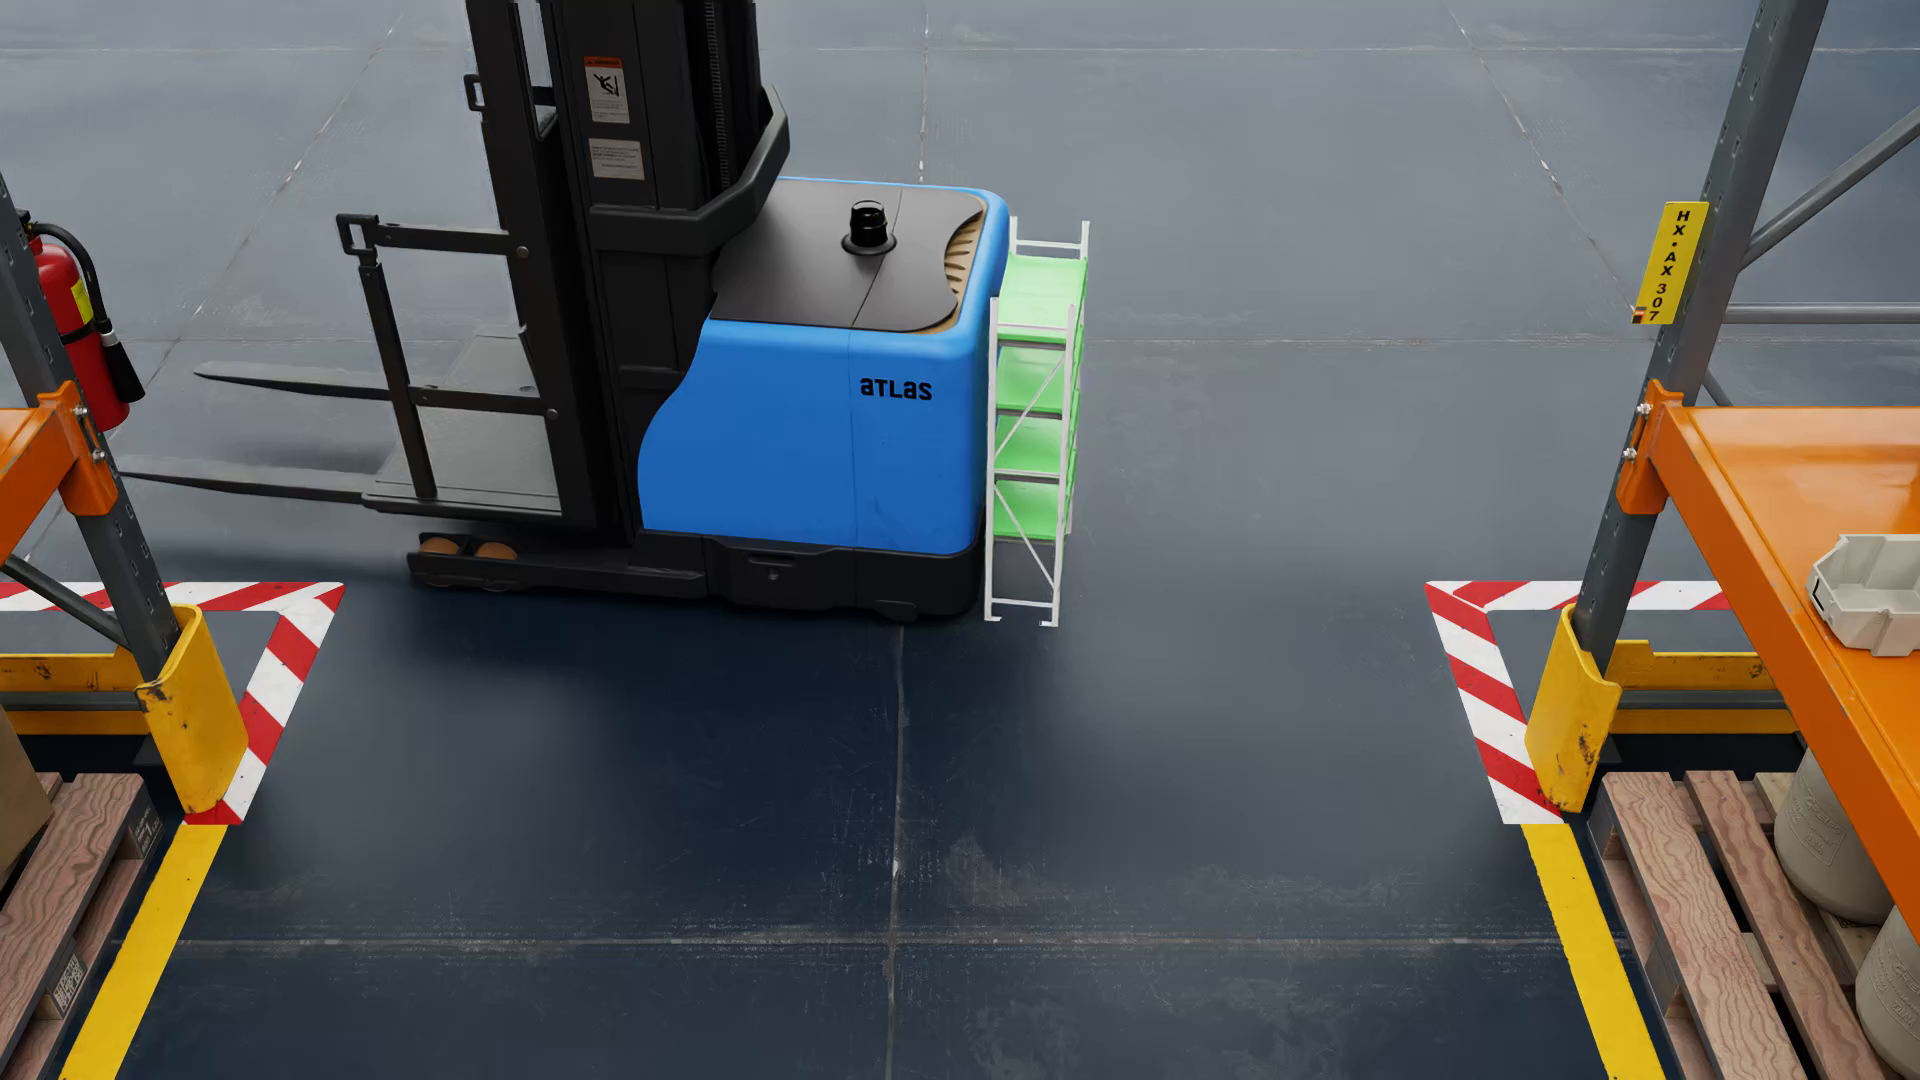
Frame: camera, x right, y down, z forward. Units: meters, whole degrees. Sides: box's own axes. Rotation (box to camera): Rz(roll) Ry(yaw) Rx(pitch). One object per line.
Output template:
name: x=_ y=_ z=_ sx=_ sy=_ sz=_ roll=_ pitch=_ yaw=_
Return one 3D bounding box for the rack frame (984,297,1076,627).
rack frame: x=0.202 y=-0.200 z=5.039 sx=0.240 sy=1.200 sz=0.015 roll=5 pitch=39 yaw=6

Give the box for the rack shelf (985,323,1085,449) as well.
rack shelf: x=0.236 y=-0.488 z=5.118 sx=0.258 sy=0.148 sz=0.480 roll=5 pitch=39 yaw=6

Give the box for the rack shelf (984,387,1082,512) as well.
rack shelf: x=0.235 y=-0.301 z=5.268 sx=0.258 sy=0.148 sz=0.480 roll=5 pitch=39 yaw=6

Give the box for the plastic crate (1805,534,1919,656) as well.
plastic crate: x=1.912 y=0.119 z=3.413 sx=0.298 sy=0.136 sz=0.250 roll=0 pitch=39 yaw=0

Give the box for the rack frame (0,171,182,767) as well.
rack frame: x=-2.720 y=-0.540 z=4.025 sx=1.000 sy=3.000 sz=0.127 roll=0 pitch=39 yaw=0

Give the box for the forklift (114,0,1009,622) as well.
forklift: x=-1.386 y=-1.291 z=5.018 sx=3.031 sy=2.935 sz=1.130 roll=5 pitch=39 yaw=6

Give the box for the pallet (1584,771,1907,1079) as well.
pallet: x=2.276 y=1.100 z=4.208 sx=1.003 sy=0.211 sz=1.213 roll=0 pitch=39 yaw=0

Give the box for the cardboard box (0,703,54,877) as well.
cardboard box: x=-2.736 y=0.662 z=4.188 sx=0.500 sy=0.500 sz=0.500 roll=7 pitch=39 yaw=8

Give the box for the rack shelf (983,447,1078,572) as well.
rack shelf: x=0.234 y=-0.114 z=5.418 sx=0.258 sy=0.148 sz=0.480 roll=5 pitch=39 yaw=6

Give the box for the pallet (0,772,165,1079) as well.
pallet: x=-2.754 y=1.104 z=4.204 sx=1.003 sy=0.211 sz=1.213 roll=0 pitch=39 yaw=0

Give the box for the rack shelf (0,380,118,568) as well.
rack shelf: x=-2.717 y=0.992 z=2.689 sx=1.077 sy=0.370 sz=4.000 roll=0 pitch=39 yaw=0

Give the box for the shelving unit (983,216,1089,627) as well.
shelving unit: x=0.235 y=-0.351 z=5.228 sx=0.258 sy=1.200 sz=0.503 roll=5 pitch=39 yaw=6

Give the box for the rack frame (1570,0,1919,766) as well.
rack frame: x=2.233 y=-0.543 z=4.029 sx=1.000 sy=3.000 sz=0.127 roll=0 pitch=39 yaw=0

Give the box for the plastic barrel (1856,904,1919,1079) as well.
plastic barrel: x=2.311 y=0.989 z=3.771 sx=0.421 sy=0.512 sz=0.421 roll=0 pitch=39 yaw=0

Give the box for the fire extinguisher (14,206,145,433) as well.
fire extinguisher: x=-2.259 y=-0.581 z=4.139 sx=0.296 sy=0.674 sz=0.183 roll=0 pitch=39 yaw=0

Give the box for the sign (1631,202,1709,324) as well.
sign: x=1.683 y=-0.654 z=3.946 sx=0.100 sy=0.325 sz=0.005 roll=0 pitch=39 yaw=0

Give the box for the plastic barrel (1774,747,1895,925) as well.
plastic barrel: x=2.310 y=0.675 z=4.162 sx=0.421 sy=0.512 sz=0.421 roll=0 pitch=39 yaw=0

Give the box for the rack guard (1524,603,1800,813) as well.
rack guard: x=2.280 y=0.480 z=4.752 sx=1.175 sy=0.500 sz=0.348 roll=0 pitch=39 yaw=0

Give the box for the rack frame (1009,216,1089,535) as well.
rack frame: x=0.269 y=-0.502 z=5.416 sx=0.240 sy=1.200 sz=0.015 roll=5 pitch=39 yaw=6

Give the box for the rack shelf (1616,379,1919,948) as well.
rack shelf: x=2.235 y=0.988 z=2.694 sx=1.077 sy=0.370 sz=4.000 roll=0 pitch=39 yaw=0

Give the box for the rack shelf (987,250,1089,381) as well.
rack shelf: x=0.237 y=-0.676 z=4.967 sx=0.258 sy=0.148 sz=0.480 roll=5 pitch=39 yaw=6

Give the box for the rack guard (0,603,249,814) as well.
rack guard: x=-2.720 y=0.483 z=4.747 sx=1.175 sy=0.500 sz=0.348 roll=0 pitch=39 yaw=0
